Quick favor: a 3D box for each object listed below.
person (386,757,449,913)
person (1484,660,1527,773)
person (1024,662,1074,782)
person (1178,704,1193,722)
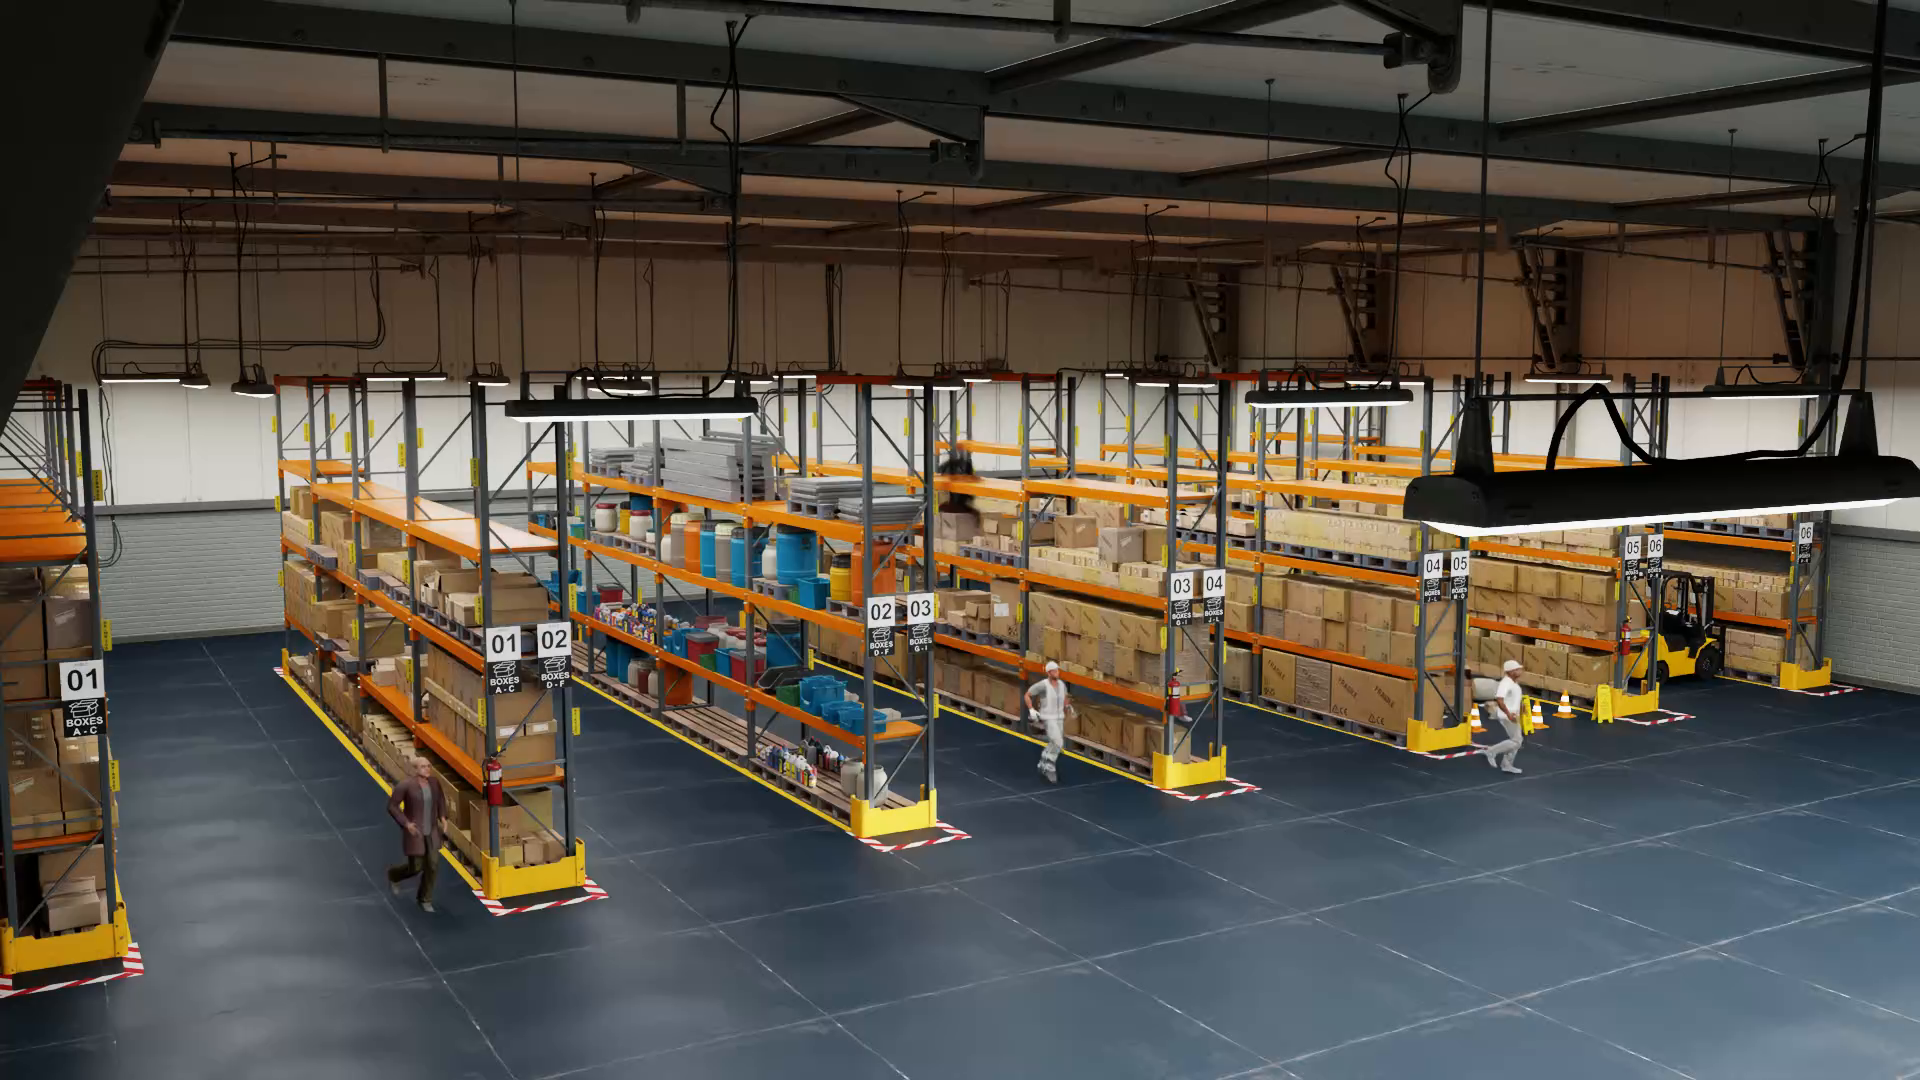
[{"bbox_3d":[-6.266,3.388,19.276,0.766,1.779,0.747,5,8,38],"label":"person"},{"bbox_3d":[8.365,2.691,25.476,0.577,1.736,0.719,3,7,25],"label":"person"},{"bbox_3d":[1.388,2.735,24.997,0.691,1.819,0.664,-5,8,-41],"label":"person"},{"bbox_3d":[3.763,2.301,29.120,0.581,1.646,0.960,-5,8,-37],"label":"person"}]
